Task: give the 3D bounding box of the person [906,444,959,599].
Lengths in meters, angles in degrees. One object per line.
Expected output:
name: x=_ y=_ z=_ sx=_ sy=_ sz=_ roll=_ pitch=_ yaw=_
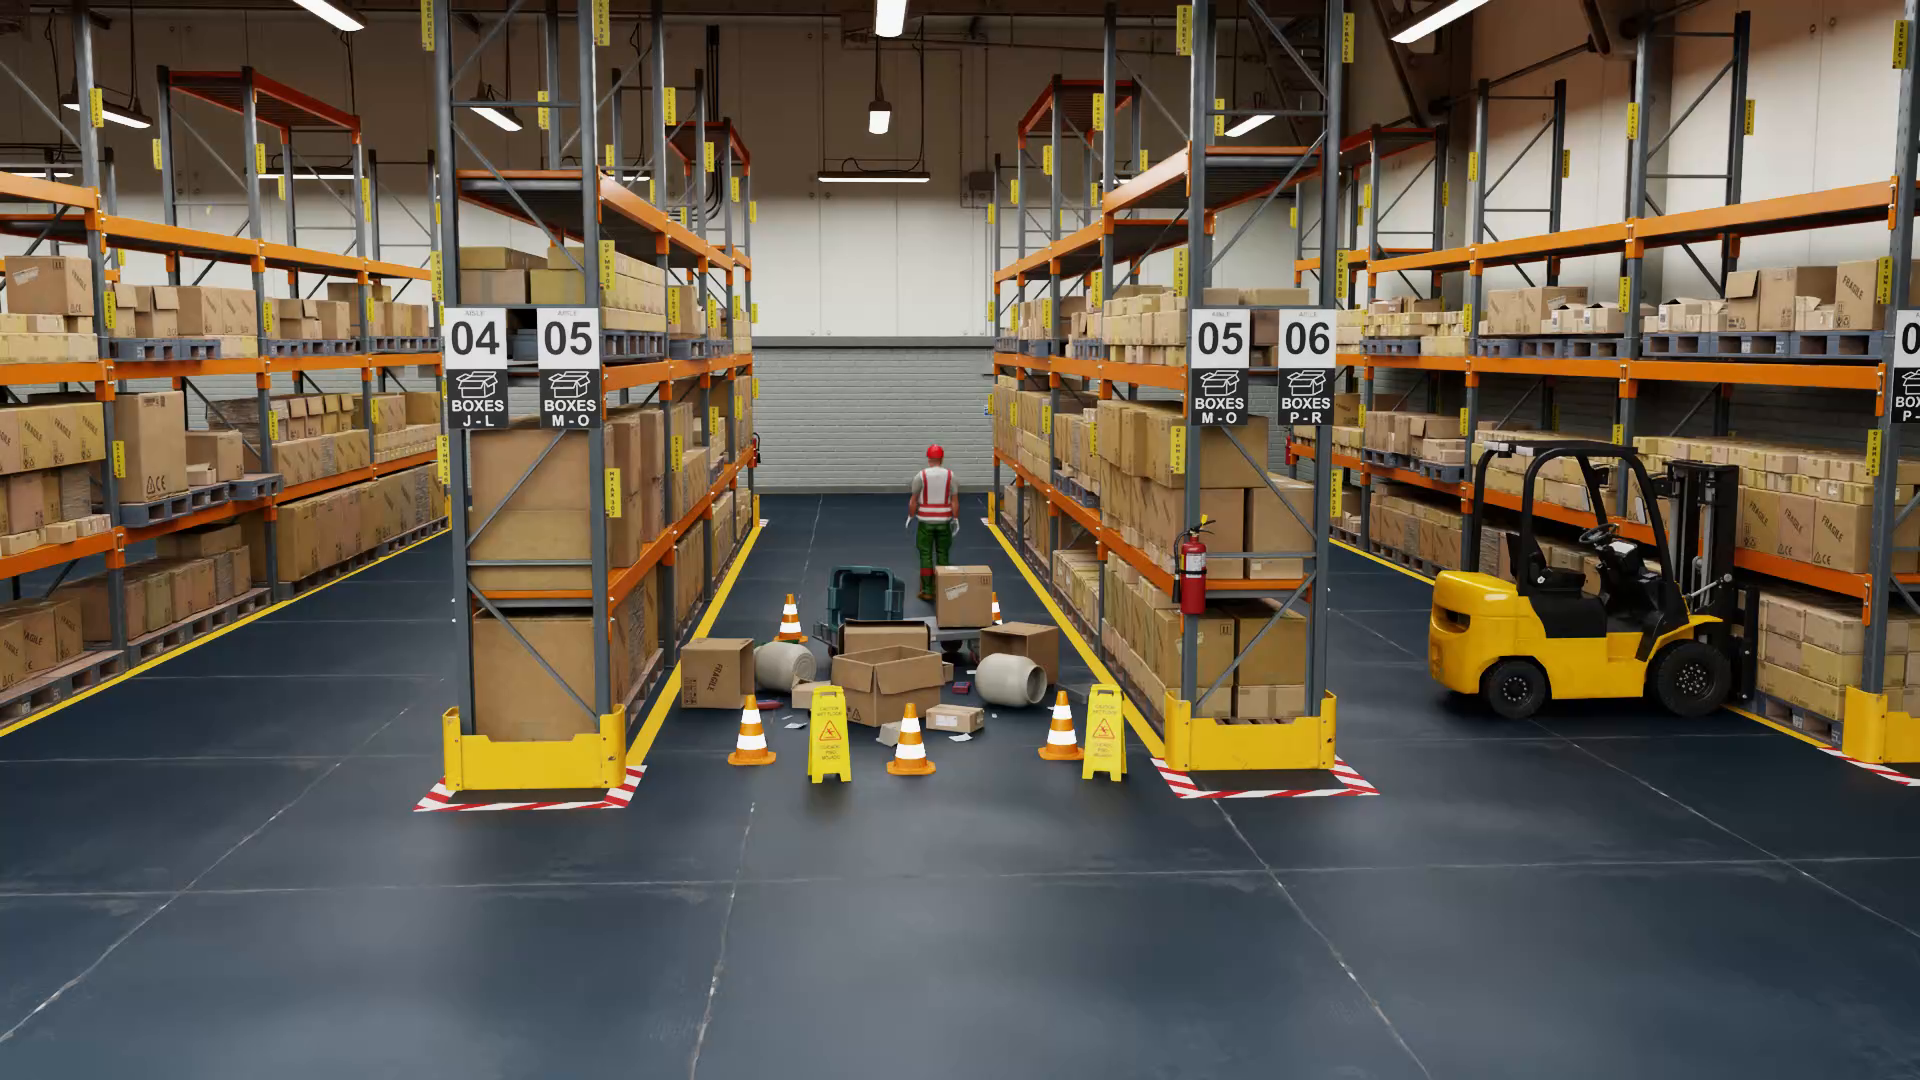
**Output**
person: x=-0.325 y=-0.205 z=19.238 sx=0.599 sy=1.814 sz=0.429 roll=-1 pitch=7 yaw=-11
